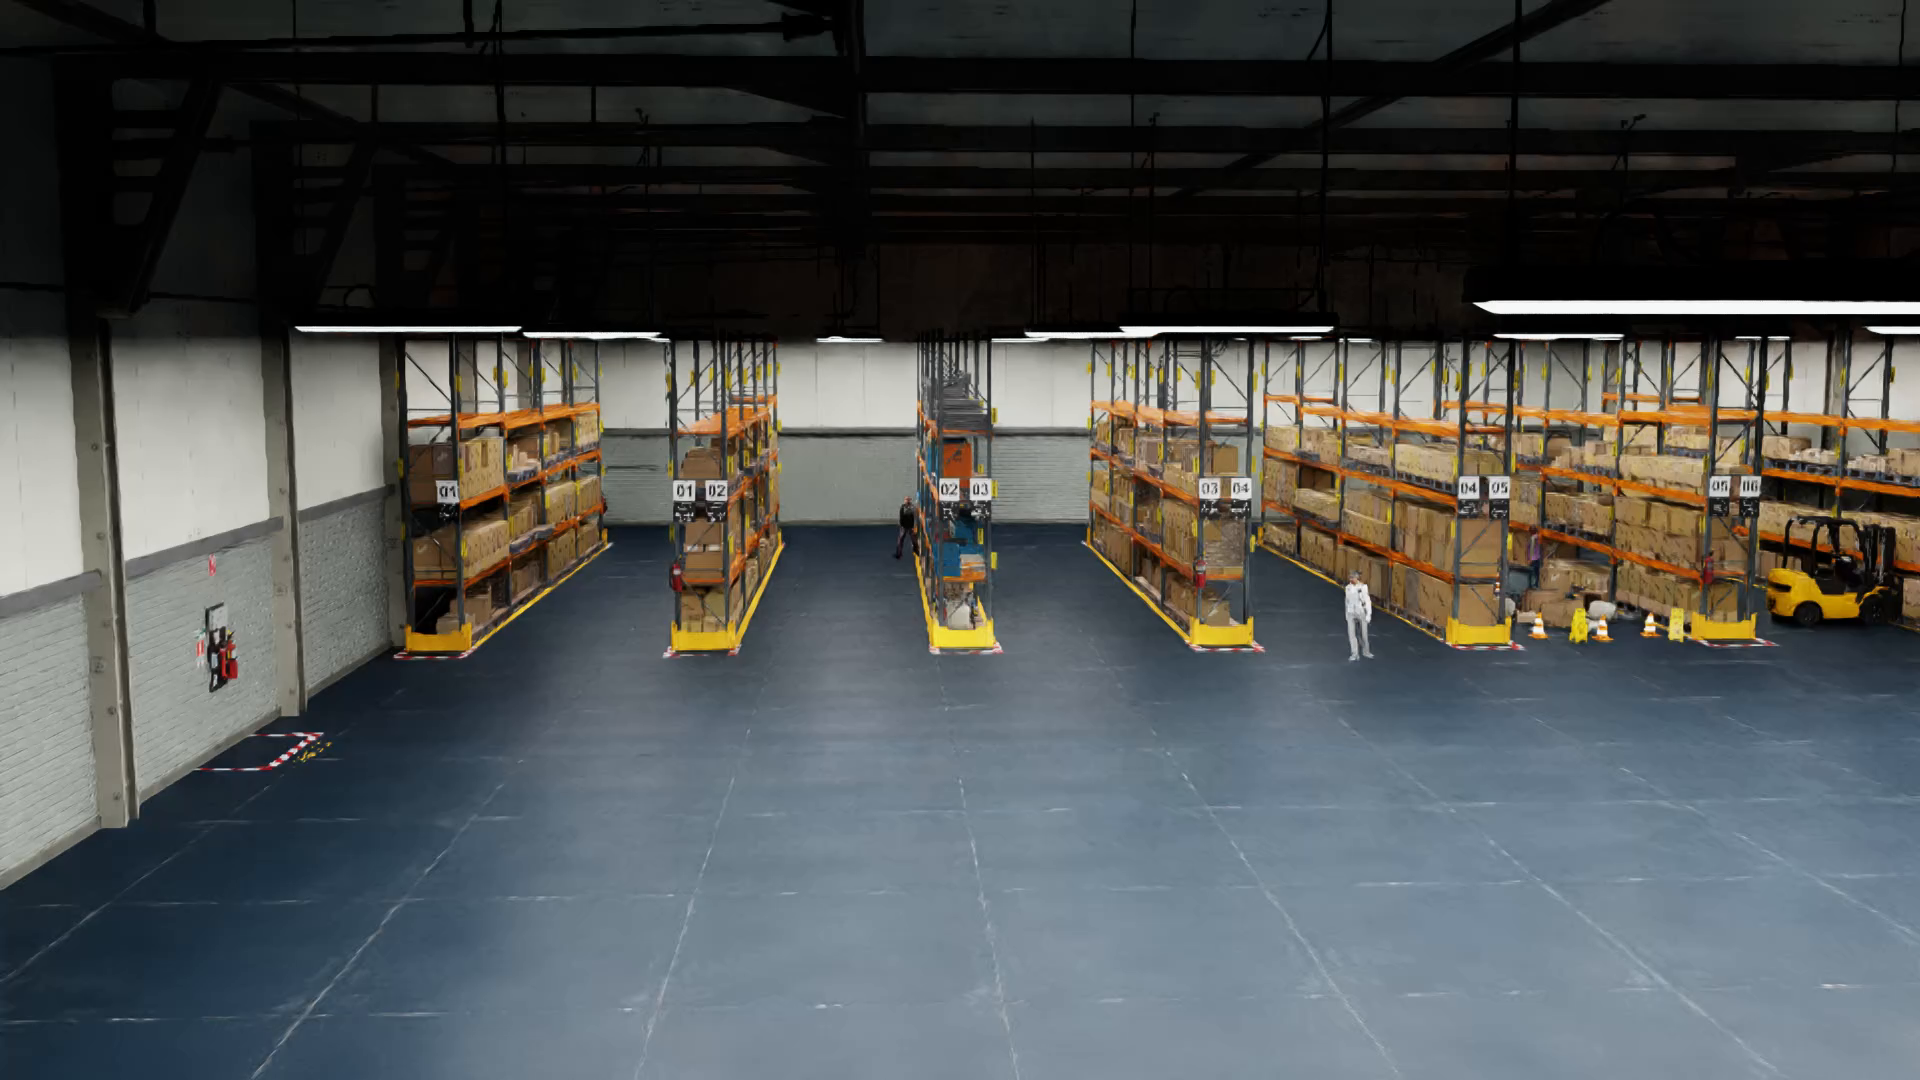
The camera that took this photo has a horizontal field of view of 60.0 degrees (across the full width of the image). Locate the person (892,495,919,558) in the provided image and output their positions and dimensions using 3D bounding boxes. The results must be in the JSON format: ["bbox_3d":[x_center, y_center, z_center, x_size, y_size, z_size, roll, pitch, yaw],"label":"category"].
[{"bbox_3d":[-1.405,-0.356,44.535,0.576,1.682,0.942,3,7,24],"label":"person"}]

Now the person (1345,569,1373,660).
[{"bbox_3d":[7.267,1.338,30.299,0.522,1.662,0.545,4,8,33],"label":"person"}]

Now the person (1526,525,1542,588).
[{"bbox_3d":[13.079,0.444,38.005,0.527,1.592,0.521,3,7,22],"label":"person"}]

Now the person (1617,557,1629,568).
[{"bbox_3d":[16.789,-0.043,42.134,0.522,1.591,0.523,3,7,25],"label":"person"}]
